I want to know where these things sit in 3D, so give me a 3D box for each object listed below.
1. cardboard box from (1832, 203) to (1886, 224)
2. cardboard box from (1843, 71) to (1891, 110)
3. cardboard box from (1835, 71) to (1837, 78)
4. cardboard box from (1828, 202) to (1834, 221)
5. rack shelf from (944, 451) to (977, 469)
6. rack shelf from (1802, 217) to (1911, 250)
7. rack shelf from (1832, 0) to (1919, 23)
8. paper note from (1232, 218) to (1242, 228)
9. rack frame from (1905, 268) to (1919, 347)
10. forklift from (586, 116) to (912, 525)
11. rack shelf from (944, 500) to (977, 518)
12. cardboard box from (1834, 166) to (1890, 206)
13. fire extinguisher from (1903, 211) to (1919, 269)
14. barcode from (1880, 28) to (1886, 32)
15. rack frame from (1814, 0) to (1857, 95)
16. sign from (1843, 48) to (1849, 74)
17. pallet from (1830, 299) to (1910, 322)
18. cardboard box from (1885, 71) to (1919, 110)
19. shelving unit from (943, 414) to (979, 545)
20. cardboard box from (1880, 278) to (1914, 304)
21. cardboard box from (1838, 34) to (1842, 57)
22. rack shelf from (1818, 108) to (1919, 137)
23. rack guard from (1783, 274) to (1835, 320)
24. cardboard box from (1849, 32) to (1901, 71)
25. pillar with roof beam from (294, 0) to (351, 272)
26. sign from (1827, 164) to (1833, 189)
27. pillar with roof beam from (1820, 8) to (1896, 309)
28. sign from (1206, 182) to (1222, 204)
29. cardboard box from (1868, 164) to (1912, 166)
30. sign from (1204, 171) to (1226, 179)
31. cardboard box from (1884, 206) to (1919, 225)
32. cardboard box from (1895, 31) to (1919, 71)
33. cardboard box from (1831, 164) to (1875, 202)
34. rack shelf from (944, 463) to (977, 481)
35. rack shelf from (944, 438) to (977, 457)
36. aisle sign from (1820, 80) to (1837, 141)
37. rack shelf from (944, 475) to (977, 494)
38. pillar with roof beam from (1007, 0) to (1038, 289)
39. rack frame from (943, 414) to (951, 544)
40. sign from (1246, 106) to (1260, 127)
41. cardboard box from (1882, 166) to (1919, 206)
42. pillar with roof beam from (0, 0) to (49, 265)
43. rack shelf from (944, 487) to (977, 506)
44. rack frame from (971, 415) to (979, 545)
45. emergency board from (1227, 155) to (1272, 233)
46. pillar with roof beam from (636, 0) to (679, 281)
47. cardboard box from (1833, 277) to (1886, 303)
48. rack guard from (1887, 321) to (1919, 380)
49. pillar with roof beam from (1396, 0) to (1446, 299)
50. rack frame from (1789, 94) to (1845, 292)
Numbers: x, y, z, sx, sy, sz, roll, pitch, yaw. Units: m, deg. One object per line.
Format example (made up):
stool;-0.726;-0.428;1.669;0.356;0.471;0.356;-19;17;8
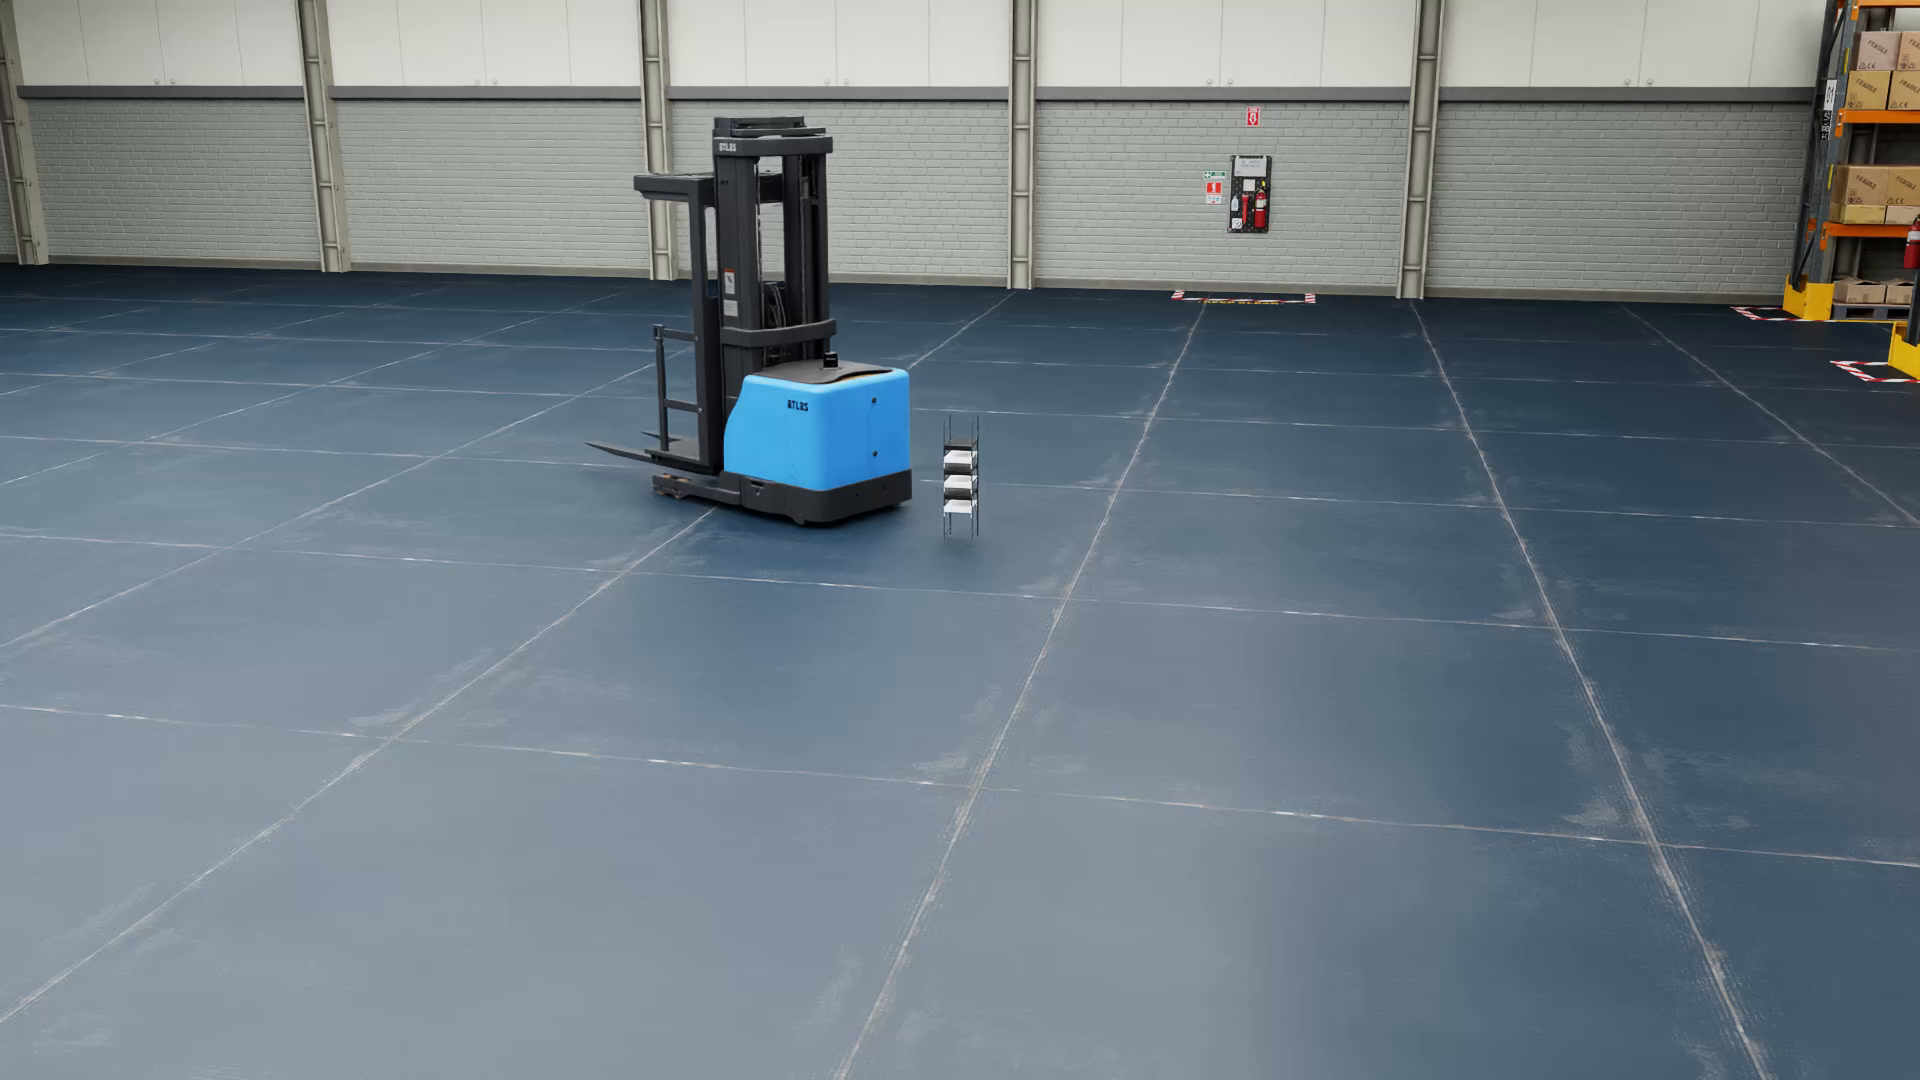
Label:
cardboard box;12.286;-4.464;22.731;0.500;0.250;0.500;3;16;9
cardboard box;12.149;-6.056;22.390;0.500;0.500;0.500;4;16;13
cardboard box;12.331;-6.183;22.850;0.500;0.500;0.500;4;16;15
cardboard box;12.368;-4.599;23.218;0.500;0.250;0.500;3;16;12
rack shelf;0.008;-0.575;11.831;0.200;0.077;0.258;3;16;11
rack shelf;13.831;-4.182;22.819;4.000;0.370;1.077;3;16;11
rack shelf;13.831;-7.072;22.019;4.000;0.370;1.077;3;16;11
paper note;4.276;-4.888;25.669;0.142;0.148;0.016;3;16;11
rack frame;10.888;-3.339;18.428;0.127;3.000;1.000;3;16;11
forklift;-1.820;-1.829;13.105;3.031;2.935;1.130;13;20;39
rack shelf;0.008;-0.228;11.927;0.200;0.077;0.258;3;16;11
cardboard box;12.279;-4.830;22.649;0.500;0.500;0.500;3;16;11
fire extinguisher;10.865;-3.430;18.900;0.183;0.674;0.296;3;16;11
barcode;12.667;-6.993;22.816;0.075;0.075;0.001;3;16;11
rack frame;11.872;-7.527;22.306;0.127;3.000;1.000;3;16;11
sign;11.764;-6.360;22.078;0.005;0.325;0.100;3;16;11
pallet;12.735;-3.235;23.275;1.213;0.211;1.003;3;16;11
cardboard box;12.669;-6.018;22.254;0.500;0.500;0.500;4;16;15
shelving unit;0.008;-0.433;11.870;0.210;0.900;0.258;3;16;11
cardboard box;13.090;-3.461;23.080;0.500;0.311;0.500;4;16;16
cardboard box;12.346;-6.666;22.721;0.500;0.500;0.500;4;16;14
rack shelf;13.831;-5.628;22.419;4.000;0.370;1.077;3;16;11
rack guard;11.946;-3.427;23.426;0.348;0.500;1.175;3;16;11
cardboard box;12.201;-6.537;22.254;0.500;0.500;0.500;2;16;7
pillar with roof beam;-11.647;-7.866;23.532;0.400;9.000;9.100;3;16;11
sign;11.764;-4.911;22.479;0.005;0.325;0.100;3;16;11
pillar with roof beam;11.872;-6.589;18.923;0.400;9.000;9.100;3;16;11
sign;3.915;-5.359;25.651;0.234;0.329;0.001;3;16;11
cardboard box;12.867;-4.935;23.029;0.500;0.500;0.500;3;16;12
sign;3.918;-5.611;25.571;0.331;0.109;0.001;3;16;11
cardboard box;12.798;-4.440;22.645;0.500;0.250;0.500;3;16;9
cardboard box;12.682;-6.497;22.110;0.500;0.500;0.500;3;16;10
cardboard box;12.376;-4.965;23.135;0.500;0.500;0.500;3;16;10
rack shelf;0.008;-0.488;11.855;0.200;0.077;0.258;3;16;11
rack shelf;0.008;-0.661;11.807;0.200;0.077;0.258;3;16;11
aisle sign;11.741;-5.814;22.491;0.004;0.787;0.394;3;16;11
rack shelf;0.008;-0.401;11.879;0.200;0.077;0.258;3;16;11
pillar with roof beam;0.113;-7.228;21.228;0.400;9.000;9.100;3;16;11
rack frame;-0.092;-0.439;11.890;0.006;0.900;0.240;3;16;11
sign;4.448;-6.429;25.239;0.199;0.298;0.001;3;16;11
cardboard box;12.762;-4.801;22.545;0.500;0.500;0.500;3;16;11
pillar with roof beam;-17.526;-8.185;24.684;0.400;9.000;9.100;3;16;11
rack shelf;0.008;-0.314;11.903;0.200;0.077;0.258;3;16;11
rack frame;0.108;-0.428;11.851;0.006;0.900;0.240;3;16;11
emergency board;4.436;-5.285;25.452;0.643;1.169;0.194;3;16;11
pillar with roof beam;-5.767;-7.547;22.380;0.400;9.000;9.100;3;16;11
cardboard box;12.532;-3.491;23.189;0.500;0.311;0.500;1;16;5
rack guard;10.864;-2.136;18.766;0.348;0.500;1.175;3;16;11
pillar with roof beam;5.992;-6.909;20.075;0.400;9.000;9.100;3;16;11
rack frame;11.872;-4.635;23.107;0.127;3.000;1.000;3;16;11
